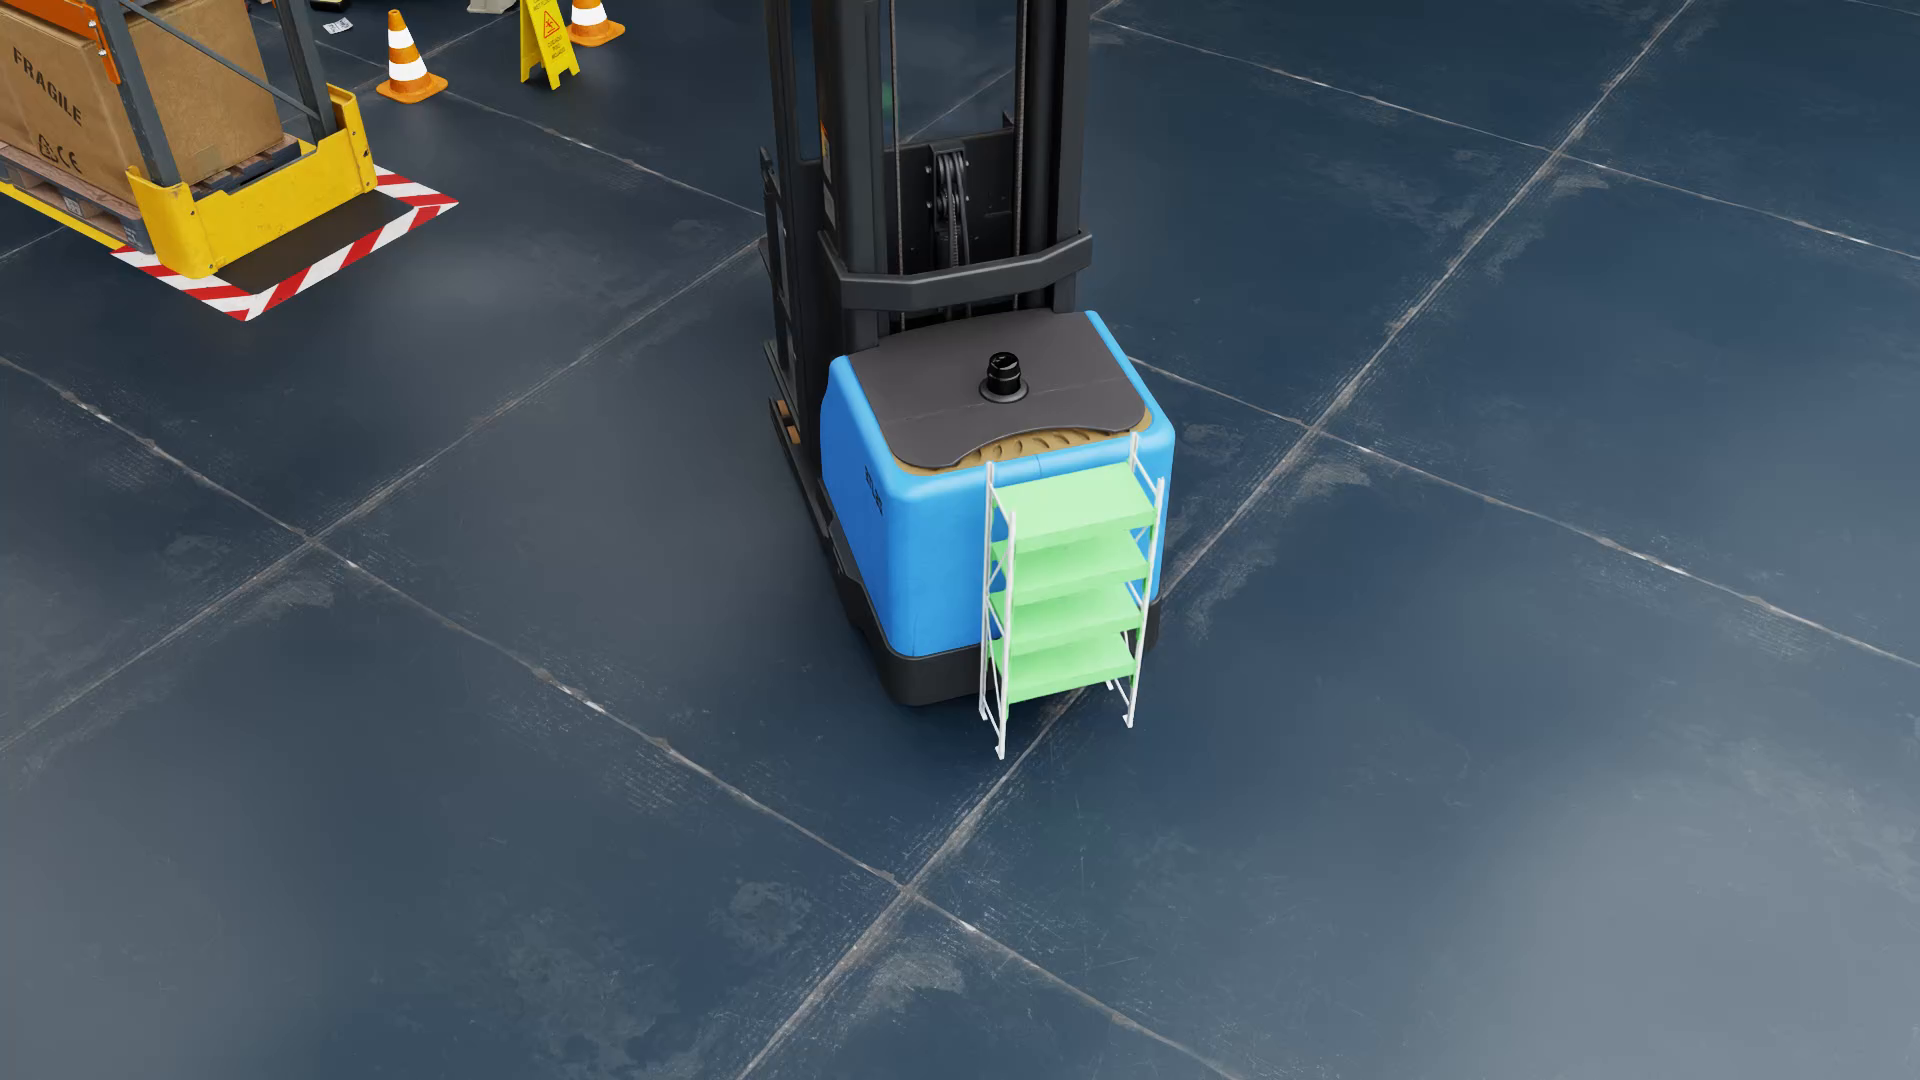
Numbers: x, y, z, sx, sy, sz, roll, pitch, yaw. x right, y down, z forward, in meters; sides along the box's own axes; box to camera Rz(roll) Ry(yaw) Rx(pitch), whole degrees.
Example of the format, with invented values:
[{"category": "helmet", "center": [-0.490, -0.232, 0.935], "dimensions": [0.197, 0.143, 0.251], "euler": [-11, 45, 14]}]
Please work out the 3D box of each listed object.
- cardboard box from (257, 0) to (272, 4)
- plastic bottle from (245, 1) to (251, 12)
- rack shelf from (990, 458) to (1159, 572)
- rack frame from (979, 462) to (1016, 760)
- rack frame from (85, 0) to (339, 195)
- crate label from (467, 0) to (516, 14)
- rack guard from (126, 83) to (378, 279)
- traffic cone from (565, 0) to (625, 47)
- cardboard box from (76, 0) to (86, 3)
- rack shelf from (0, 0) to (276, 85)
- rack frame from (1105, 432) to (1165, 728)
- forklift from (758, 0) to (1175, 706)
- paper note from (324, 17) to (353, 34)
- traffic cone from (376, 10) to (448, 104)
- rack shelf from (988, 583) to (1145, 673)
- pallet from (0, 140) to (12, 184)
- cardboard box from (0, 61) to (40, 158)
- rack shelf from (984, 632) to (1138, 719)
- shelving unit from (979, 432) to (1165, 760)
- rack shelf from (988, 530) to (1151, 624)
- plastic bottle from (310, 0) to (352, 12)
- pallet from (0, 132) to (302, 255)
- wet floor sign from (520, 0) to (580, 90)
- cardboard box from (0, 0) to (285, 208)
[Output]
[{"category": "cardboard box", "center": [-4.384, -3.638, 10.616], "dimensions": [0.396, 0.266, 0.258], "euler": [-34, 52, -32]}, {"category": "plastic bottle", "center": [-4.557, -3.302, 10.394], "dimensions": [0.133, 0.061, 0.283], "euler": [10, 43, 11]}, {"category": "rack shelf", "center": [0.358, -0.082, 5.310], "dimensions": [0.480, 0.148, 0.258], "euler": [-12, 46, -13]}, {"category": "rack frame", "center": [0.120, 0.266, 5.545], "dimensions": [0.015, 1.200, 0.240], "euler": [-12, 46, -13]}, {"category": "rack frame", "center": [-3.574, -2.778, 7.605], "dimensions": [0.127, 3.000, 1.000], "euler": [25, 48, 25]}, {"category": "crate label", "center": [-2.945, -3.443, 10.495], "dimensions": [0.298, 0.136, 0.250], "euler": [3, 42, 4]}, {"category": "rack guard", "center": [-3.554, -1.837, 8.428], "dimensions": [0.348, 0.500, 1.175], "euler": [25, 48, 25]}, {"category": "traffic cone", "center": [-2.266, -3.298, 10.088], "dimensions": [0.334, 0.463, 0.336], "euler": [25, 48, 25]}, {"category": "cardboard box", "center": [-3.904, -2.951, 7.686], "dimensions": [0.550, 0.550, 0.875], "euler": [25, 48, 25]}, {"category": "rack shelf", "center": [-5.211, -3.275, 8.700], "dimensions": [4.000, 0.370, 1.077], "euler": [25, 48, 25]}, {"category": "rack frame", "center": [0.585, 0.166, 5.656], "dimensions": [0.015, 1.200, 0.240], "euler": [-12, 46, -13]}, {"category": "forklift", "center": [-0.191, -1.492, 6.219], "dimensions": [1.130, 2.935, 3.031], "euler": [-12, 43, -13]}, {"category": "paper note", "center": [-3.849, -3.182, 10.284], "dimensions": [0.144, 0.017, 0.142], "euler": [-25, 48, -25]}, {"category": "traffic cone", "center": [-3.193, -2.811, 9.544], "dimensions": [0.334, 0.463, 0.336], "euler": [25, 48, 25]}, {"category": "rack shelf", "center": [0.352, 0.262, 5.645], "dimensions": [0.480, 0.148, 0.258], "euler": [-12, 46, -13]}, {"category": "pallet", "center": [-5.268, -2.469, 9.351], "dimensions": [1.213, 0.211, 1.003], "euler": [25, 48, 25]}, {"category": "cardboard box", "center": [-4.888, -2.702, 8.798], "dimensions": [0.875, 0.875, 0.875], "euler": [24, 47, 25]}, {"category": "rack shelf", "center": [0.348, 0.433, 5.812], "dimensions": [0.480, 0.148, 0.258], "euler": [-12, 46, -13]}, {"category": "shelving unit", "center": [0.352, 0.216, 5.600], "dimensions": [0.503, 1.200, 0.258], "euler": [-12, 46, -13]}, {"category": "rack shelf", "center": [0.355, 0.090, 5.477], "dimensions": [0.480, 0.148, 0.258], "euler": [-12, 46, -13]}, {"category": "plastic bottle", "center": [-4.007, -3.401, 10.505], "dimensions": [0.283, 0.061, 0.133], "euler": [10, 43, 11]}, {"category": "pallet", "center": [-4.273, -2.002, 8.829], "dimensions": [1.213, 0.211, 1.003], "euler": [25, 48, 25]}, {"category": "wet floor sign", "center": [-2.413, -2.970, 9.585], "dimensions": [0.232, 0.644, 0.267], "euler": [17, 45, 18]}, {"category": "cardboard box", "center": [-4.167, -2.366, 8.423], "dimensions": [0.875, 0.875, 0.875], "euler": [25, 48, 26]}]
